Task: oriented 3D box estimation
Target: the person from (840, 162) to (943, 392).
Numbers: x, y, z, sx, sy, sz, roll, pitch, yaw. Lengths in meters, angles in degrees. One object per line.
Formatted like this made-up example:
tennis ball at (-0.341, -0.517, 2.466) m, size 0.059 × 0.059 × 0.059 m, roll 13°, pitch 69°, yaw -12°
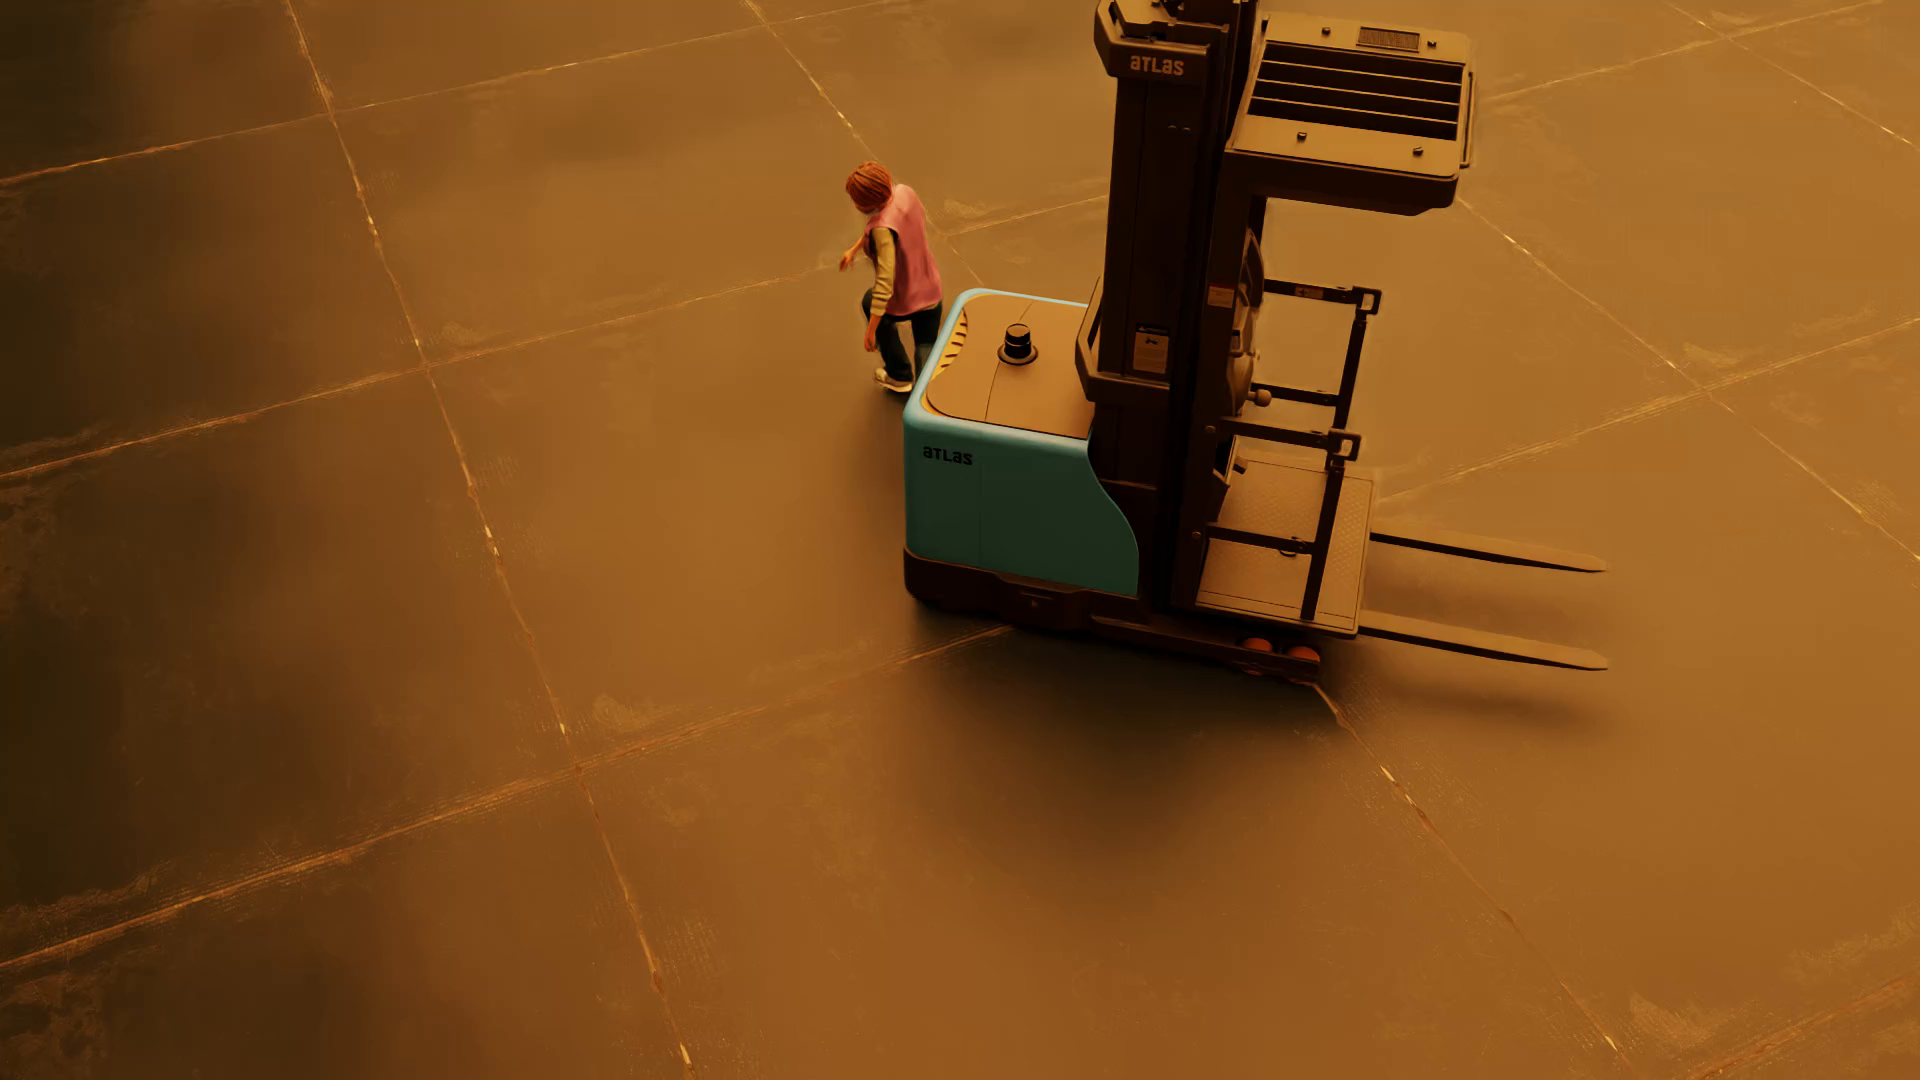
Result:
person at (-0.324, -1.195, 8.140) m, size 0.539 × 1.371 × 0.811 m, roll -25°, pitch 49°, yaw -24°

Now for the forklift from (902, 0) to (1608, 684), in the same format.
forklift at (1.323, -0.858, 6.599) m, size 3.031 × 2.935 × 1.130 m, roll 10°, pitch 44°, yaw 11°
